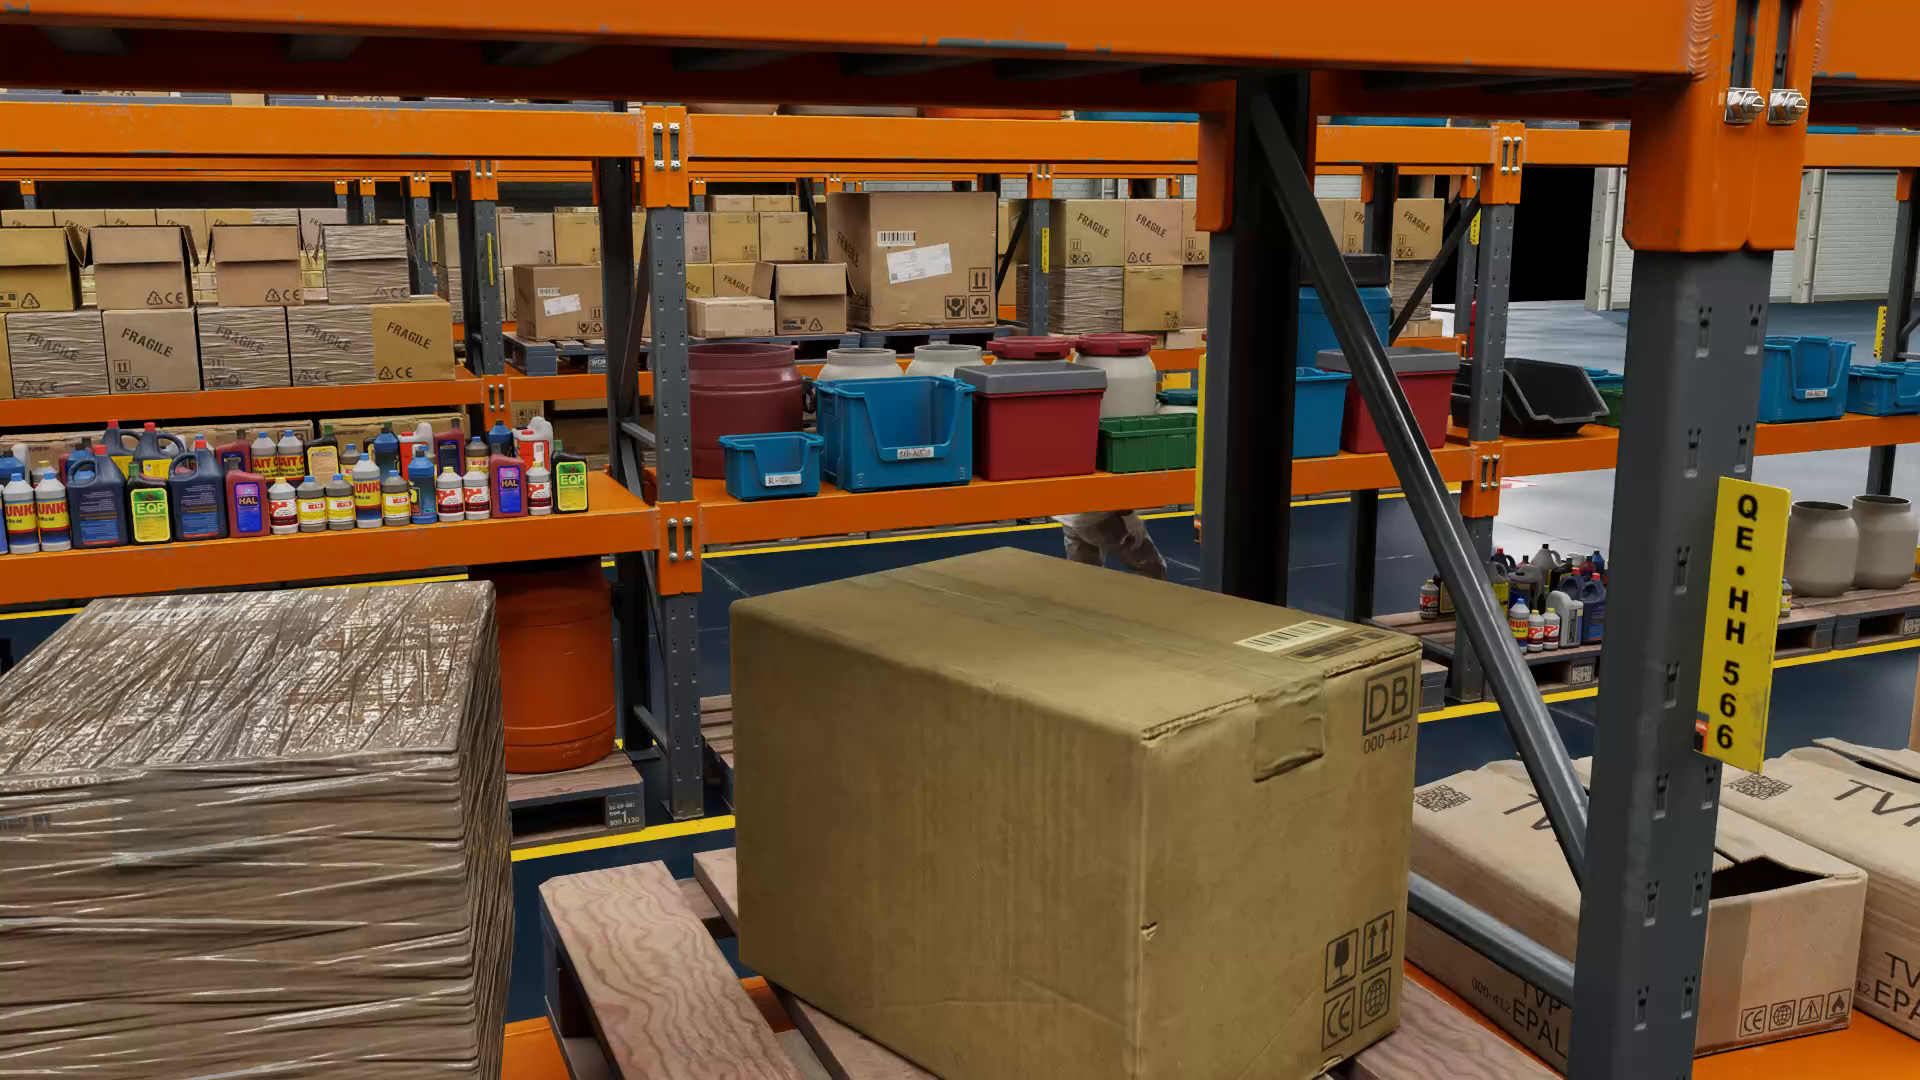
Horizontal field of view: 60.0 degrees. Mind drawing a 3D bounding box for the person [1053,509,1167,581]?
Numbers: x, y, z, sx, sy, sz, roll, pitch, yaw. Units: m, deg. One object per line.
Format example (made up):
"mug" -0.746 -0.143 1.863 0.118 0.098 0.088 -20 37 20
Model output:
"person" 0.741 -0.137 8.557 0.524 1.784 0.617 -5 13 -22
